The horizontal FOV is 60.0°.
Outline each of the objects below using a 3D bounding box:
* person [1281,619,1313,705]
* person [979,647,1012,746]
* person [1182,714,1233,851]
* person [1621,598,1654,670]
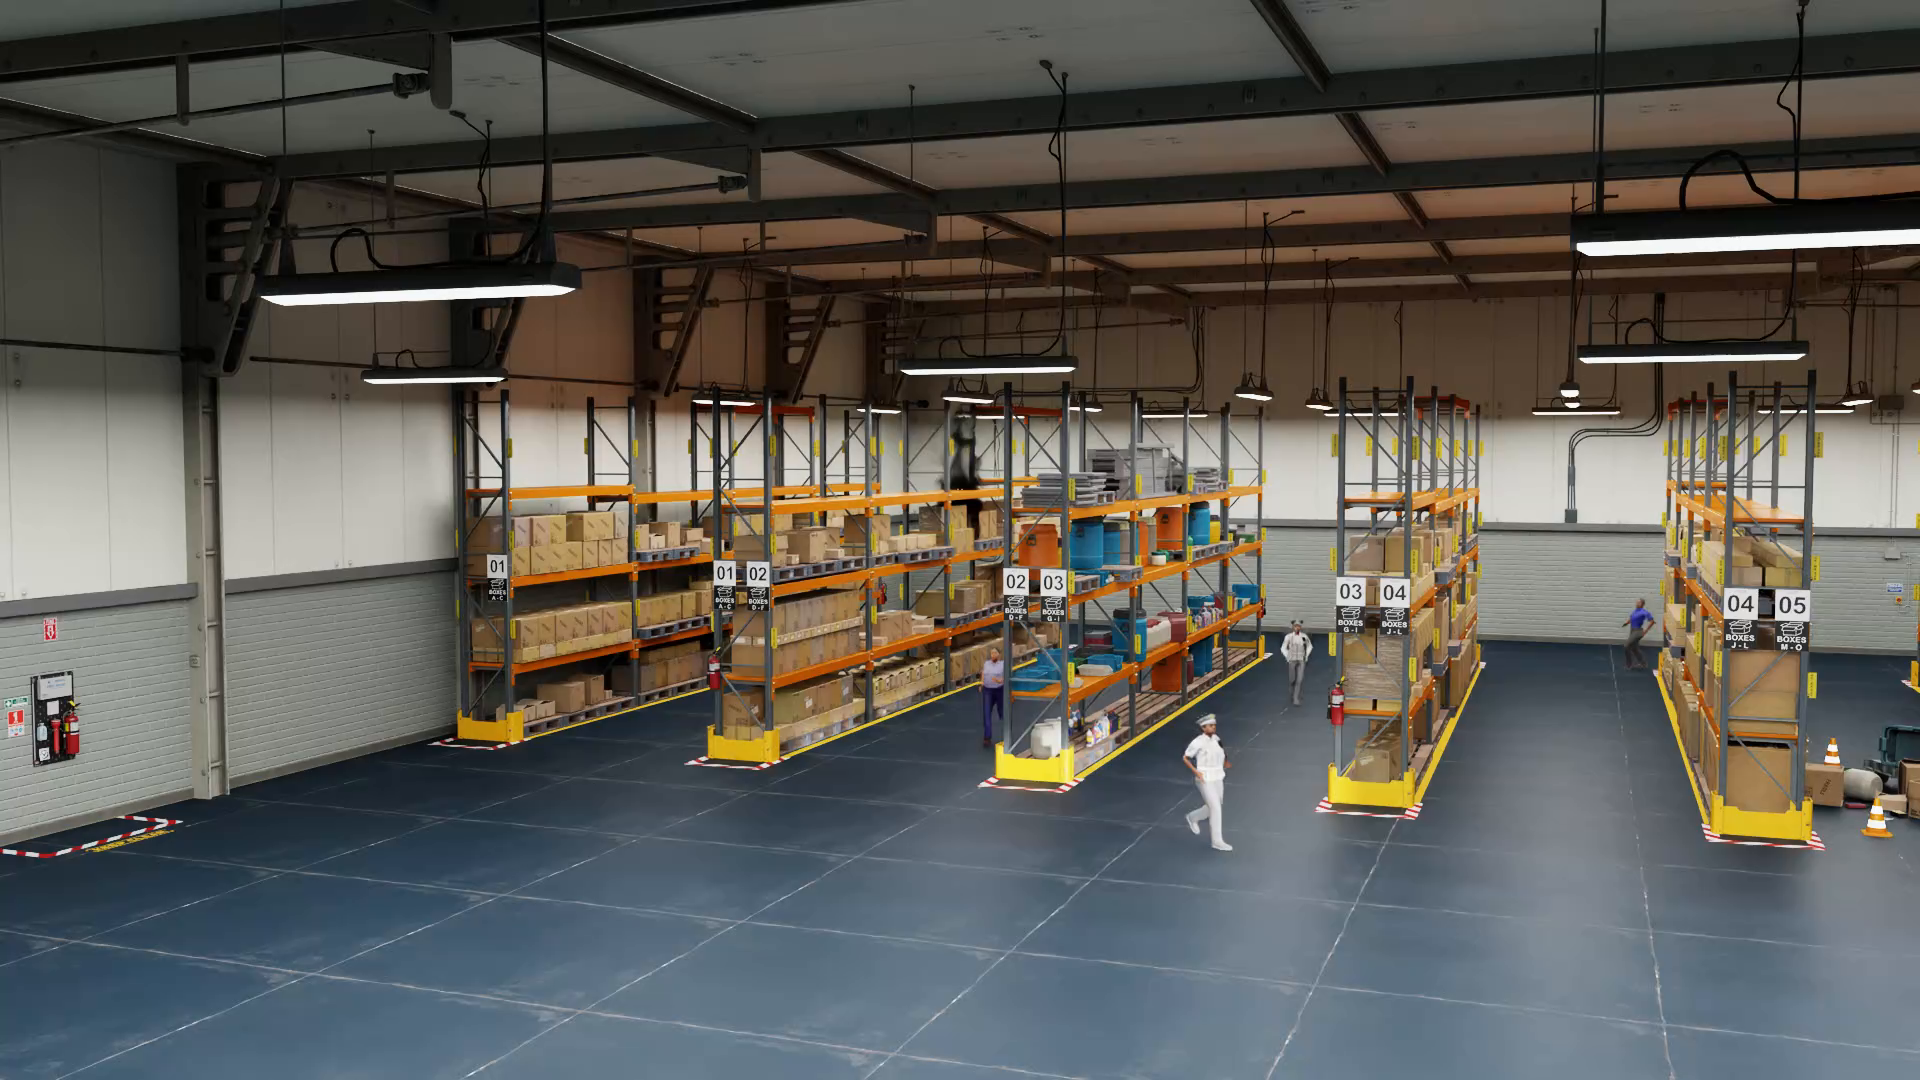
[{"bbox_3d":[6.631,2.381,32.718,0.617,1.666,0.696,0,3,7],"label":"person"},{"bbox_3d":[0.596,2.620,28.172,0.613,1.625,0.919,1,3,18],"label":"person"},{"bbox_3d":[3.108,3.009,20.900,0.588,1.670,0.850,-3,4,-39],"label":"person"},{"bbox_3d":[15.269,2.142,37.485,0.666,1.679,0.635,0,3,-4],"label":"person"}]
